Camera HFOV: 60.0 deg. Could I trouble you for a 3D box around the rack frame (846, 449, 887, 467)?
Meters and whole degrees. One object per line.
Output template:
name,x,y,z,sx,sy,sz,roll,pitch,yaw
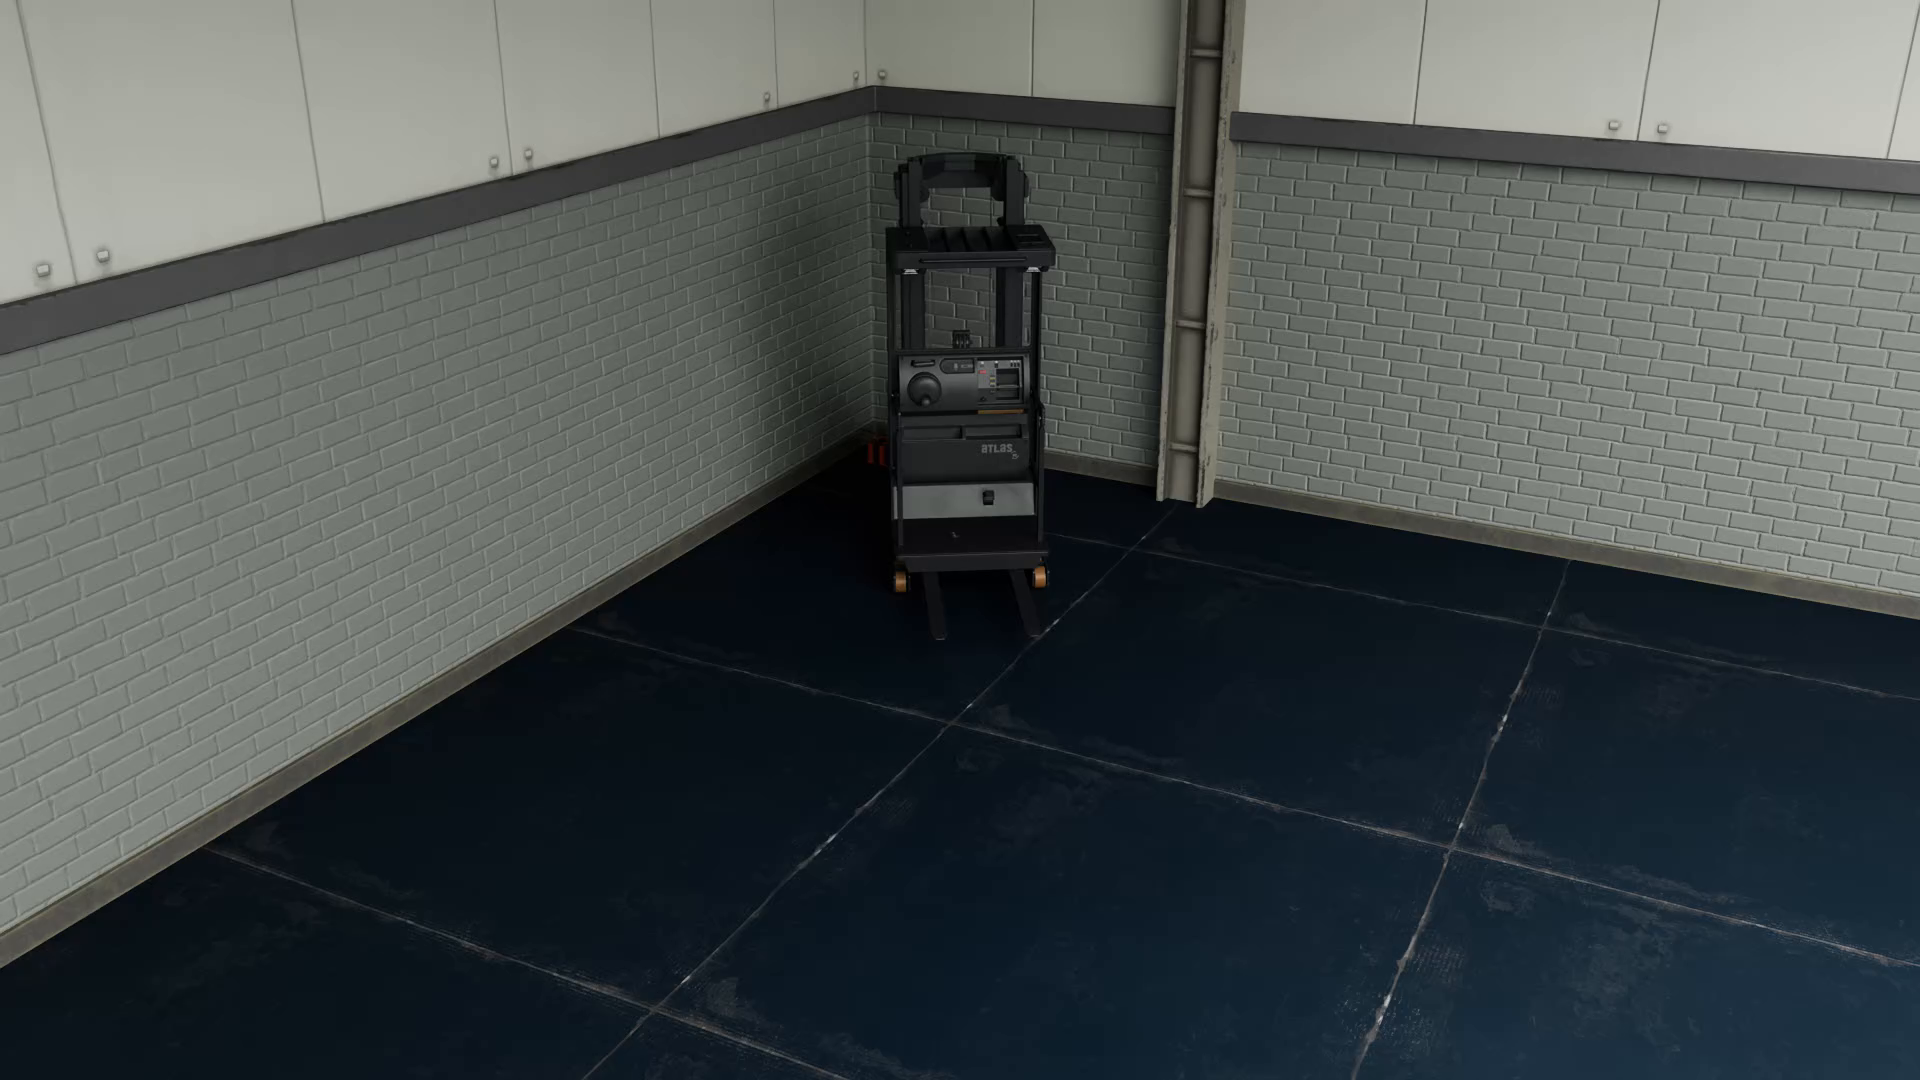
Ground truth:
rack frame,-0.423,-0.634,14.223,1.200,0.006,0.240,14,27,31

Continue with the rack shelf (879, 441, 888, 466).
rack shelf,-0.587,-0.759,14.287,0.103,0.180,0.258,14,27,31

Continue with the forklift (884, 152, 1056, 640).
forklift,0.051,-1.106,11.605,1.130,2.935,3.031,-2,23,-4

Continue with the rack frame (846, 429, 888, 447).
rack frame,-0.424,-0.802,14.152,1.200,0.006,0.240,14,27,31

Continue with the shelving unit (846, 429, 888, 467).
shelving unit,-0.423,-0.718,14.188,1.200,0.189,0.258,14,27,31

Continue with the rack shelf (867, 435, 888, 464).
rack shelf,-0.687,-0.784,14.348,0.103,0.180,0.258,14,27,31

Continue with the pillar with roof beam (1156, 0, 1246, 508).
pillar with roof beam,-0.108,-2.981,8.261,0.400,9.000,9.100,11,25,25
